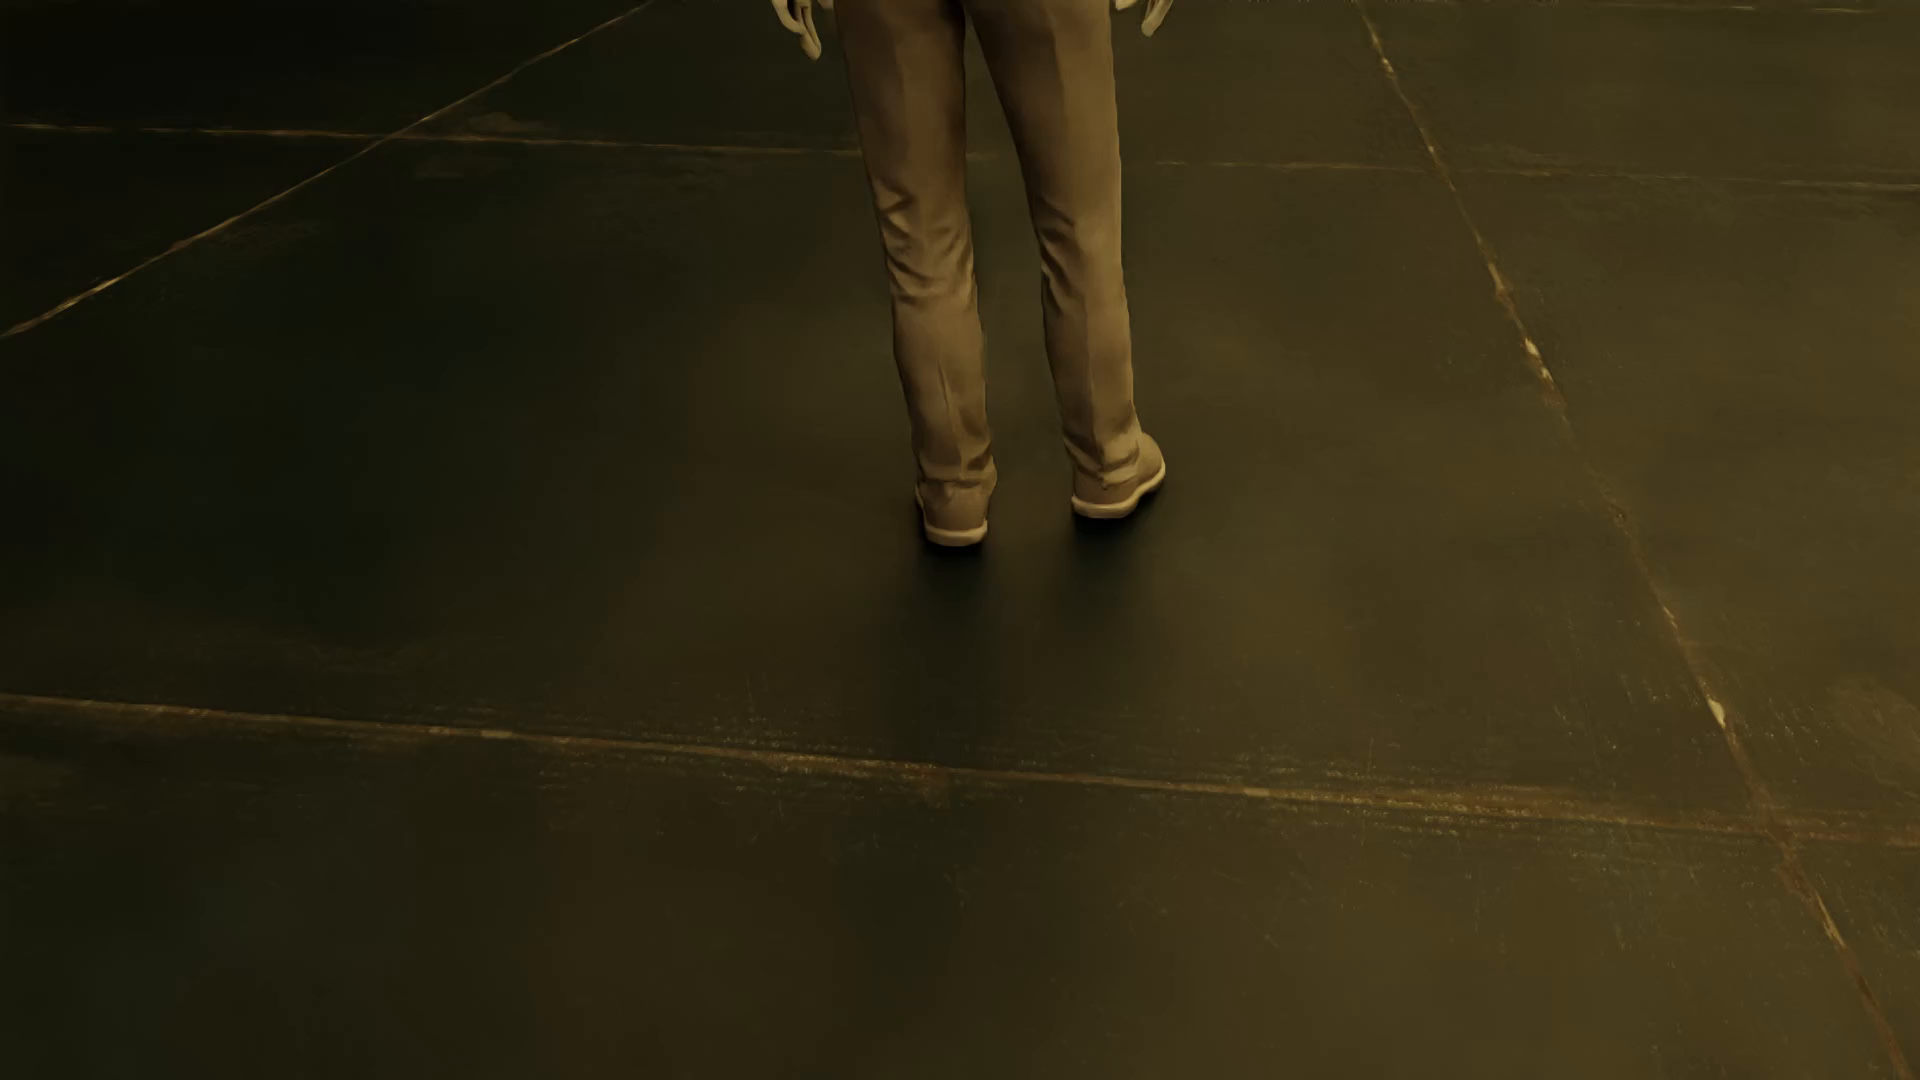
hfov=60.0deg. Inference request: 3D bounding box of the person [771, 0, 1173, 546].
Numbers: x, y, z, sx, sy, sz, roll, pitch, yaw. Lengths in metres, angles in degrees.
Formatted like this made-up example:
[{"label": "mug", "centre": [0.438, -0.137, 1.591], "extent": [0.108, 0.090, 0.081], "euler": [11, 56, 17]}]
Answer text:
[{"label": "person", "centre": [0.016, -0.794, 2.178], "extent": [0.586, 1.695, 0.532], "euler": [3, 27, 7]}]
